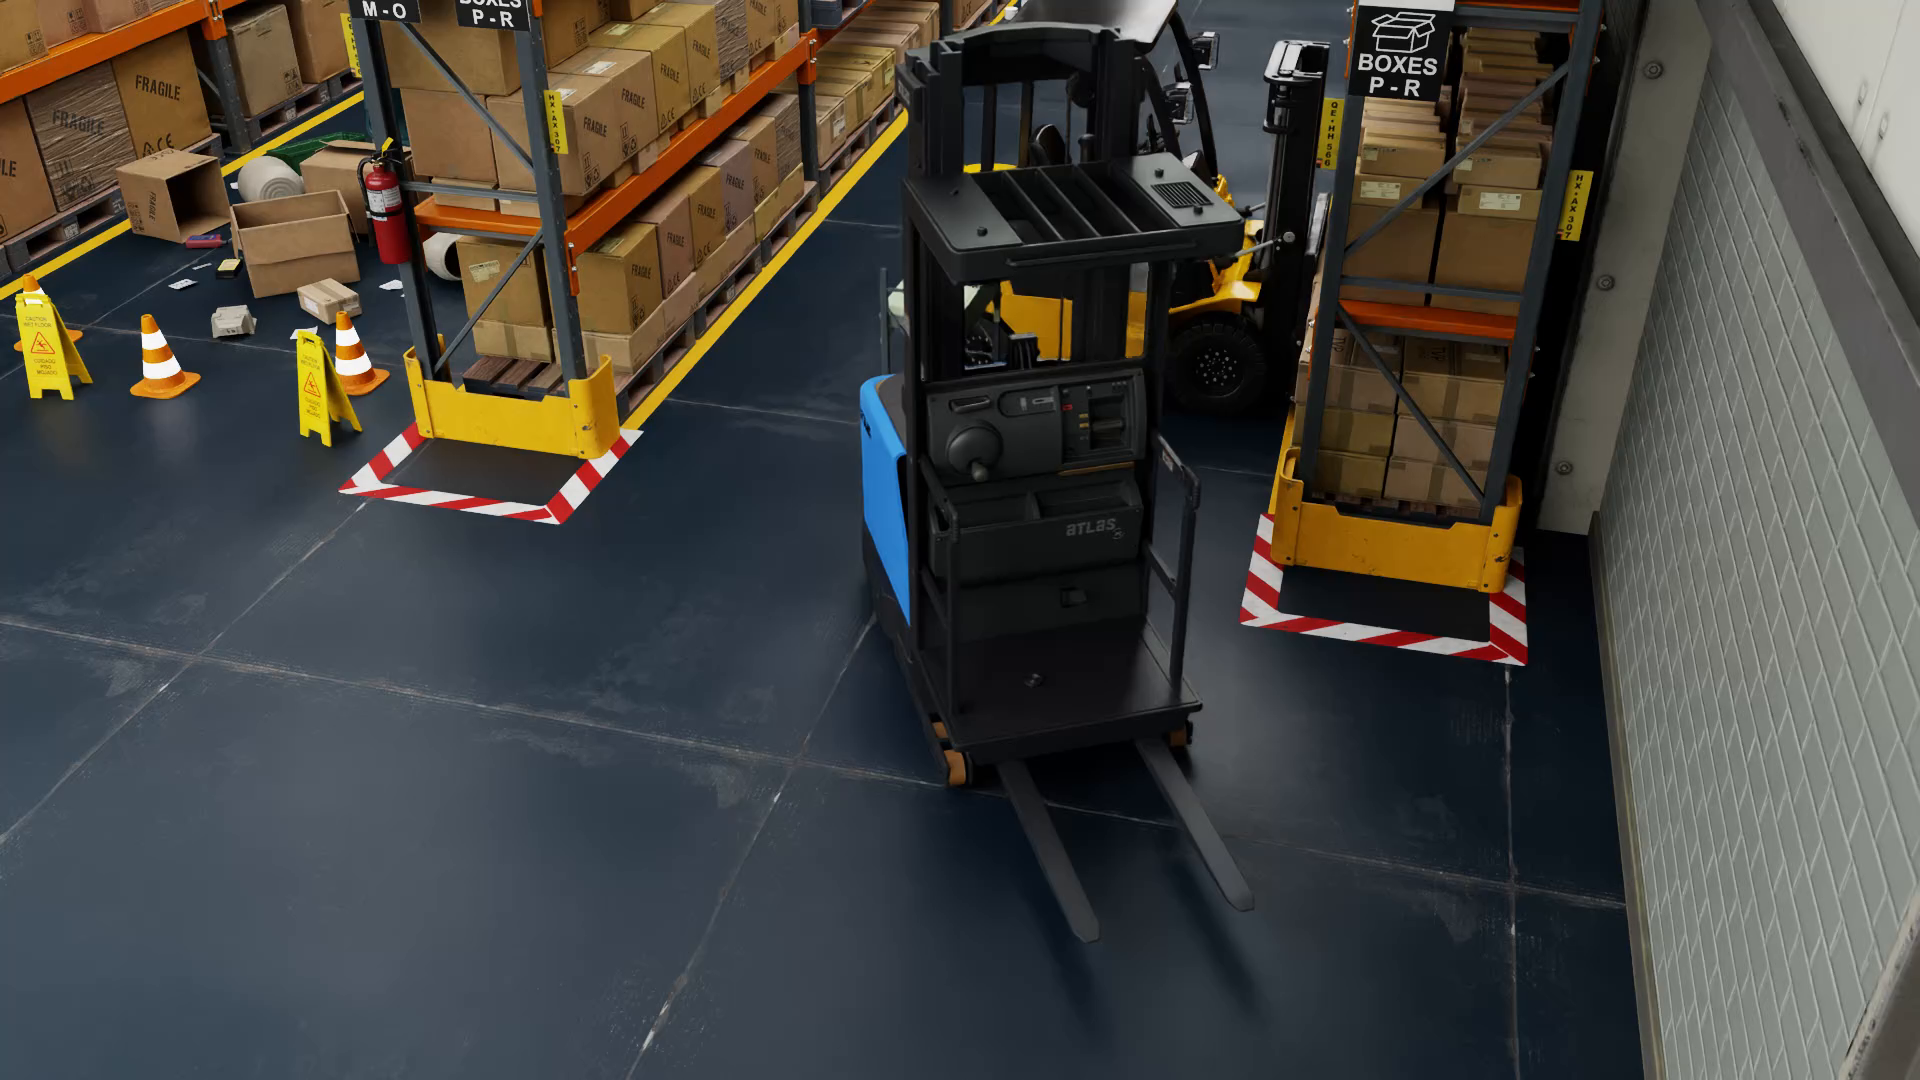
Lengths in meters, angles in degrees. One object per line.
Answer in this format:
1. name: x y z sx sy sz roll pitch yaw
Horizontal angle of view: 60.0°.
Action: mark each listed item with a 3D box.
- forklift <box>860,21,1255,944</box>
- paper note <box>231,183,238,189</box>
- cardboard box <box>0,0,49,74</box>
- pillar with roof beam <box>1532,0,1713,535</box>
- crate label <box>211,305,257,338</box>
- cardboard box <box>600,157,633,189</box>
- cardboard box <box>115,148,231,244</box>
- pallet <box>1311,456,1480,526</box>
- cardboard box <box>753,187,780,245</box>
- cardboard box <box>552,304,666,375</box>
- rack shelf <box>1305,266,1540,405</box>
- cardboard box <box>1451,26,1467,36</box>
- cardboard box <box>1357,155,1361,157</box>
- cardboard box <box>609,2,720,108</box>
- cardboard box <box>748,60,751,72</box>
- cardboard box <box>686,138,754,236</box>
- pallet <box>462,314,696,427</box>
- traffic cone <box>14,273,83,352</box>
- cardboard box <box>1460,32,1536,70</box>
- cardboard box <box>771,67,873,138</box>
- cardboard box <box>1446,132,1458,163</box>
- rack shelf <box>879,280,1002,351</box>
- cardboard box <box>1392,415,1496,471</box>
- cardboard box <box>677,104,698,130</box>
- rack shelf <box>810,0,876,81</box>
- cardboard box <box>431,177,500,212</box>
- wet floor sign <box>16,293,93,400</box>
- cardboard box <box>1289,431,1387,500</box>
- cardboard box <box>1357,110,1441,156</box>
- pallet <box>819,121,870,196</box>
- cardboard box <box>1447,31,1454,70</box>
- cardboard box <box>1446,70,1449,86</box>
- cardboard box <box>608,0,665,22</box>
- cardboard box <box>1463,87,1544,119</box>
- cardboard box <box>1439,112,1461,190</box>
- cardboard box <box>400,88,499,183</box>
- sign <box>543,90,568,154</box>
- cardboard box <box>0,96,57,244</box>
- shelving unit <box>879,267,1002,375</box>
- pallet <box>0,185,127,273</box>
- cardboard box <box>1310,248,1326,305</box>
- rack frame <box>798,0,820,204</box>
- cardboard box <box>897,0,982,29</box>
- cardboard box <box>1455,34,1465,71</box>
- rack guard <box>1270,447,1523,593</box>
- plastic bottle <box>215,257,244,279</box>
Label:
1. forklift: 0.380 -0.417 6.674 1.130 2.935 3.031 -8 33 -13
2. paper note: -5.689 -2.819 13.155 0.147 0.020 0.142 -14 35 -21
3. cardboard box: -6.882 -3.572 11.434 0.875 0.550 0.500 8 33 12
4. pillar with roof beam: -0.909 -4.529 7.486 9.100 9.000 0.400 8 33 12
5. crate label: -4.755 -1.428 10.869 0.250 0.136 0.298 -8 33 -13
6. cardboard box: -2.113 -2.148 9.567 0.380 0.149 0.250 7 33 11
7. cardboard box: -5.795 -2.544 12.284 0.500 0.500 0.500 14 35 21
8. pallet: 2.360 -0.398 9.180 1.003 0.211 1.213 8 33 12
9. cardboard box: -1.596 -2.318 11.772 0.500 0.250 0.500 7 33 11
10. cardboard box: -2.123 -1.244 10.083 0.500 0.250 0.500 8 33 12
11. rack shelf: 2.714 -1.907 9.624 1.077 0.370 4.000 8 33 12
12. cardboard box: 3.369 -3.020 10.612 0.500 0.500 0.500 8 33 12
13. cardboard box: 2.060 -1.843 8.156 0.380 0.149 0.250 9 33 13
14. cardboard box: -1.829 -3.021 10.336 0.500 0.500 0.500 7 33 11
15. cardboard box: -1.642 -3.225 11.262 0.380 0.149 0.250 8 33 12
16. cardboard box: -1.727 -2.383 11.175 0.500 0.500 0.500 10 34 15
17. pallet: -2.336 -1.126 10.324 1.003 0.211 1.213 8 33 12
18. traffic cone: -5.901 -1.480 10.646 0.336 0.463 0.334 8 33 12
19. cardboard box: 2.982 -2.696 9.219 0.380 0.149 0.250 9 34 14
20. cardboard box: -1.271 -3.636 13.732 0.950 0.372 0.625 10 34 15
21. cardboard box: 2.616 -1.897 8.240 0.380 0.149 0.250 7 33 12
22. rack shelf: -0.089 -1.164 8.455 0.431 0.370 0.720 9 34 14
23. cardboard box: 2.527 -0.616 8.629 0.500 0.250 0.500 9 33 13
24. cardboard box: -1.866 -2.690 10.420 0.380 0.149 0.250 7 33 11
25. rack shelf: -1.073 -4.656 13.949 1.077 0.370 4.000 8 33 12
26. cardboard box: -2.707 -1.964 9.277 0.380 0.149 0.250 9 34 14
27. wet floor sign: -5.501 -1.190 10.020 0.267 0.644 0.232 3 33 4
28. cardboard box: 2.020 -0.476 8.875 0.500 0.250 0.500 8 33 13
29. cardboard box: 2.126 -1.961 8.063 0.380 0.149 0.250 8 33 12
30. pallet: -1.384 -3.150 13.507 1.003 0.211 1.213 8 33 12
31. cardboard box: 2.558 -2.754 9.310 0.380 0.149 0.250 8 33 13
32. cardboard box: 2.613 -2.560 9.888 0.500 0.500 0.500 8 33 12
33. cardboard box: -2.250 -3.511 10.175 0.700 0.500 0.500 8 33 12
34. cardboard box: 2.728 -2.156 8.370 0.380 0.149 0.250 8 33 13
35. cardboard box: 2.835 -1.969 8.958 0.500 0.500 0.500 8 33 12
36. cardboard box: -2.724 -2.333 9.254 0.500 0.500 0.500 7 33 12
37. sign: -2.071 -2.138 8.510 0.100 0.325 0.005 8 33 12
38. cardboard box: -7.080 -2.566 11.580 0.875 0.875 0.875 8 33 12
39. shelving unit: -0.089 -0.834 8.664 0.431 1.500 0.755 9 34 14
40. pallet: -6.970 -2.348 12.246 1.003 0.211 1.213 8 33 12
41. cardboard box: 2.264 -1.422 9.430 0.500 0.250 0.500 8 33 13
42. rack frame: -1.580 -3.922 12.124 1.000 3.000 0.127 8 33 12
43. cardboard box: -0.310 -5.626 16.392 0.875 0.875 0.875 8 33 12
44. cardboard box: 3.102 -2.835 9.716 0.380 0.149 0.250 9 34 14
45. rack guard: 2.201 -0.105 8.449 1.175 0.500 0.348 8 33 12
46. plastic bottle: -5.143 -1.926 11.723 0.133 0.061 0.283 -3 33 -4
